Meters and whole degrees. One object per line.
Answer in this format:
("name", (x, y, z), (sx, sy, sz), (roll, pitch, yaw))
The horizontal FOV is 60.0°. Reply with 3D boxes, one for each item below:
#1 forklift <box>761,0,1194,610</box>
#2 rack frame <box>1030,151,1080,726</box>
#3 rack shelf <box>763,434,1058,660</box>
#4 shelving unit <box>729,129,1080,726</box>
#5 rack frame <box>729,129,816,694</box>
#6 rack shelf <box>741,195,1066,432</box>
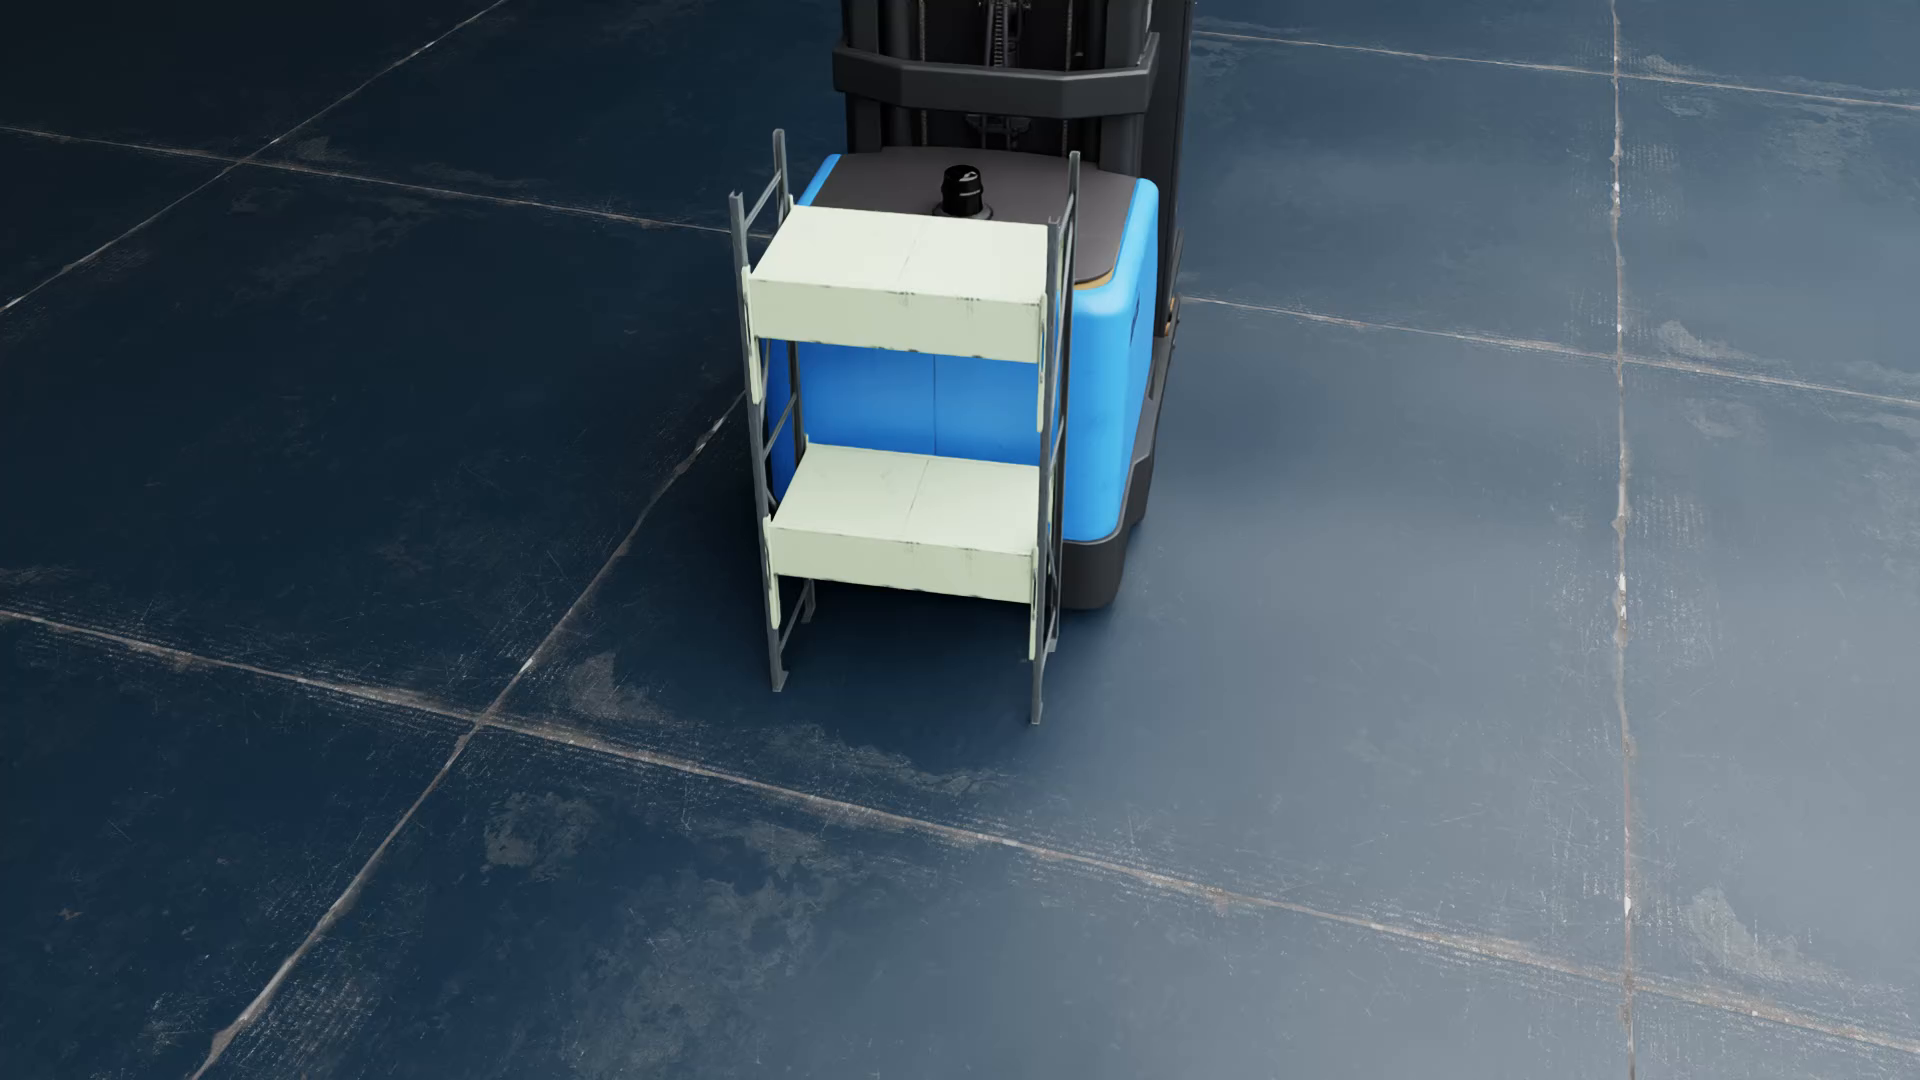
("forklift", (0.221, -1.848, 5.288), (1.130, 2.935, 3.031), (7, 37, 9))
("rack frame", (0.241, -0.212, 4.272), (0.023, 1.500, 0.400), (6, 37, 8))
("rack shelf", (-0.119, 0.011, 4.519), (0.720, 0.370, 0.431), (6, 37, 8))
("shelving unit", (-0.119, -0.251, 4.326), (0.755, 1.500, 0.431), (6, 37, 8))
("rack frame", (-0.479, -0.291, 4.380), (0.023, 1.500, 0.400), (6, 37, 8))
("rack shelf", (-0.119, -0.565, 4.095), (0.720, 0.370, 0.431), (6, 37, 8))
